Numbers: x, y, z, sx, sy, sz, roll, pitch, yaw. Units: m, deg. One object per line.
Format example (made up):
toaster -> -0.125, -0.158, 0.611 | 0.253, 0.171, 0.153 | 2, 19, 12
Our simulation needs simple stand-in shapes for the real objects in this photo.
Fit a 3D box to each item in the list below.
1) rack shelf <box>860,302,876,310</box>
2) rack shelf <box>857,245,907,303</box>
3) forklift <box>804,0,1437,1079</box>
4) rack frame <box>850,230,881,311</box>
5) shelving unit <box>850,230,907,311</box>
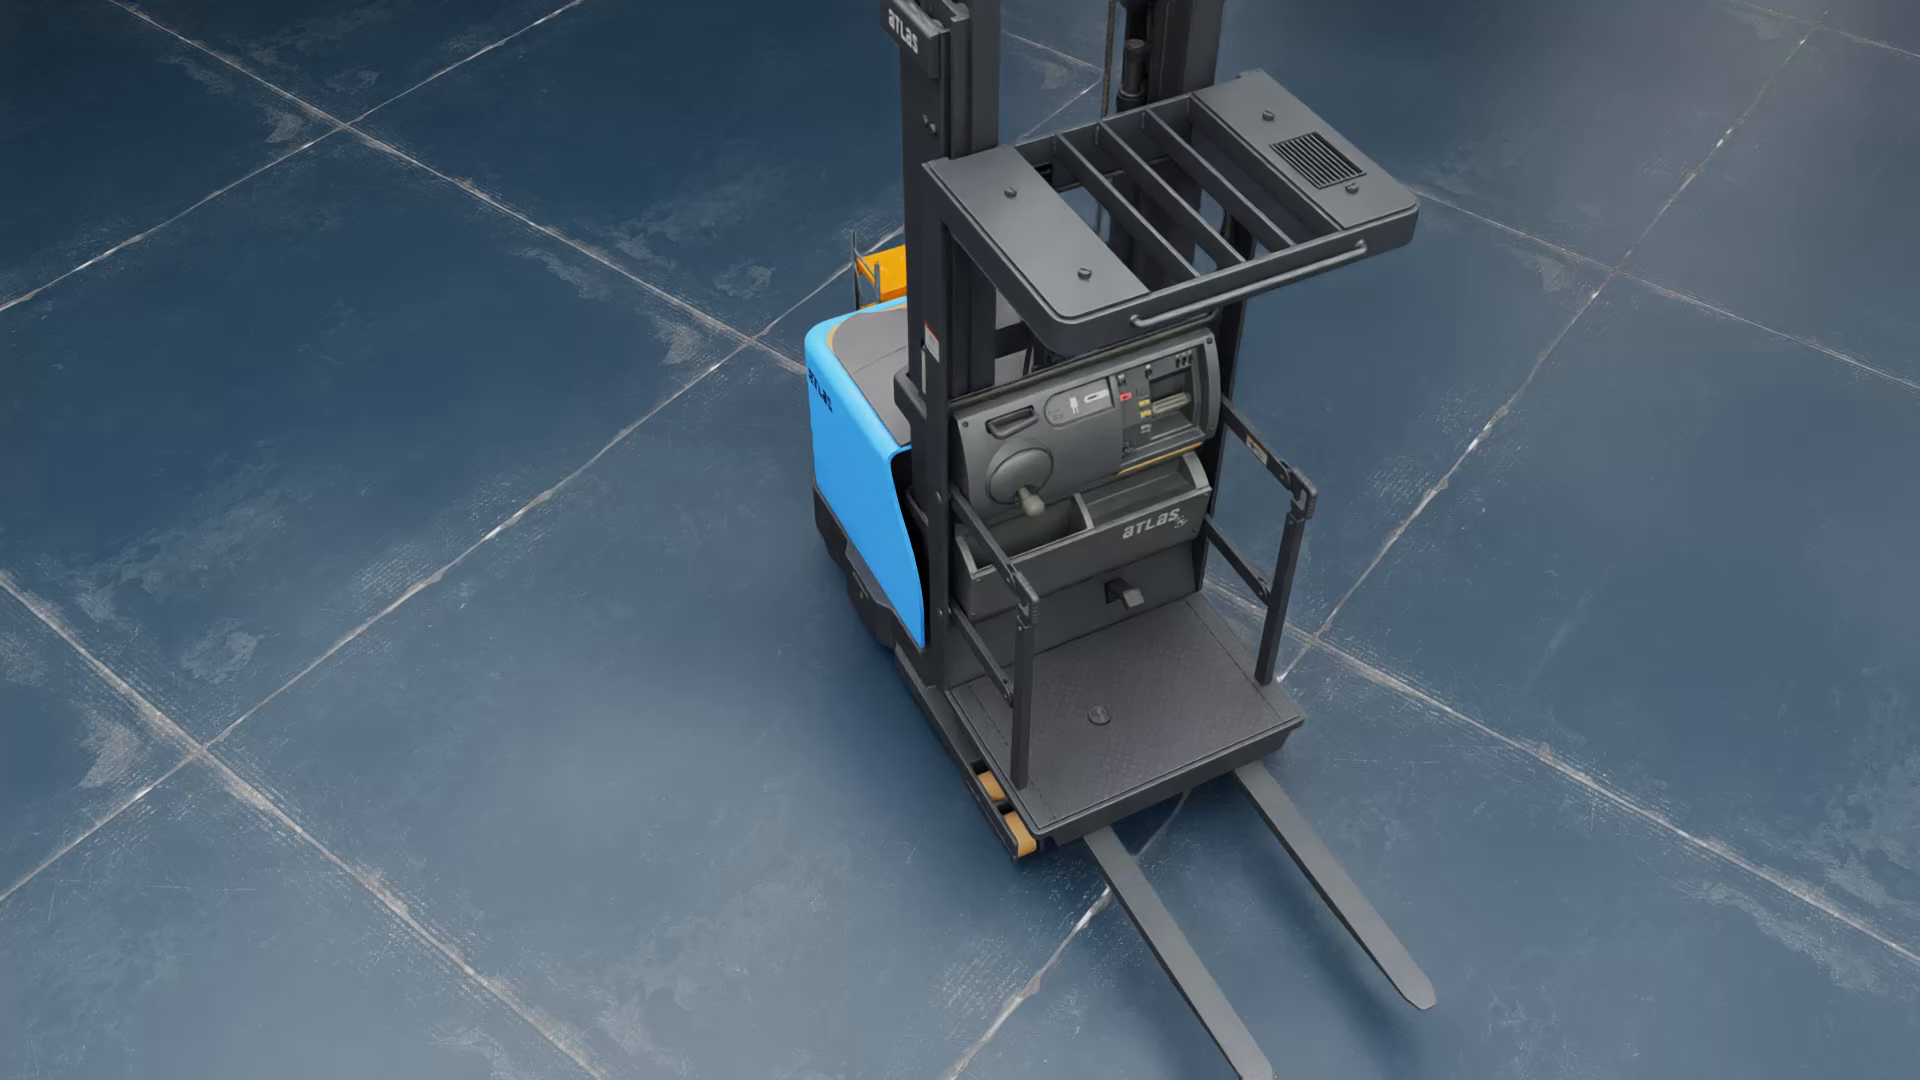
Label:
rack shelf -> -0.145, -0.888, 6.717 | 0.480, 0.148, 0.258 | -20, 50, -18
rack shelf -> -0.145, -1.051, 6.546 | 0.480, 0.148, 0.258 | -20, 50, -18
forklift -> 0.518, -0.272, 5.148 | 1.130, 2.935, 3.031 | -20, 50, -18
rack frame -> -0.362, -0.700, 6.753 | 0.015, 1.200, 0.240 | -20, 50, -18
shelving unit -> -0.145, -0.780, 6.830 | 0.503, 1.200, 0.258 | -20, 50, -18
